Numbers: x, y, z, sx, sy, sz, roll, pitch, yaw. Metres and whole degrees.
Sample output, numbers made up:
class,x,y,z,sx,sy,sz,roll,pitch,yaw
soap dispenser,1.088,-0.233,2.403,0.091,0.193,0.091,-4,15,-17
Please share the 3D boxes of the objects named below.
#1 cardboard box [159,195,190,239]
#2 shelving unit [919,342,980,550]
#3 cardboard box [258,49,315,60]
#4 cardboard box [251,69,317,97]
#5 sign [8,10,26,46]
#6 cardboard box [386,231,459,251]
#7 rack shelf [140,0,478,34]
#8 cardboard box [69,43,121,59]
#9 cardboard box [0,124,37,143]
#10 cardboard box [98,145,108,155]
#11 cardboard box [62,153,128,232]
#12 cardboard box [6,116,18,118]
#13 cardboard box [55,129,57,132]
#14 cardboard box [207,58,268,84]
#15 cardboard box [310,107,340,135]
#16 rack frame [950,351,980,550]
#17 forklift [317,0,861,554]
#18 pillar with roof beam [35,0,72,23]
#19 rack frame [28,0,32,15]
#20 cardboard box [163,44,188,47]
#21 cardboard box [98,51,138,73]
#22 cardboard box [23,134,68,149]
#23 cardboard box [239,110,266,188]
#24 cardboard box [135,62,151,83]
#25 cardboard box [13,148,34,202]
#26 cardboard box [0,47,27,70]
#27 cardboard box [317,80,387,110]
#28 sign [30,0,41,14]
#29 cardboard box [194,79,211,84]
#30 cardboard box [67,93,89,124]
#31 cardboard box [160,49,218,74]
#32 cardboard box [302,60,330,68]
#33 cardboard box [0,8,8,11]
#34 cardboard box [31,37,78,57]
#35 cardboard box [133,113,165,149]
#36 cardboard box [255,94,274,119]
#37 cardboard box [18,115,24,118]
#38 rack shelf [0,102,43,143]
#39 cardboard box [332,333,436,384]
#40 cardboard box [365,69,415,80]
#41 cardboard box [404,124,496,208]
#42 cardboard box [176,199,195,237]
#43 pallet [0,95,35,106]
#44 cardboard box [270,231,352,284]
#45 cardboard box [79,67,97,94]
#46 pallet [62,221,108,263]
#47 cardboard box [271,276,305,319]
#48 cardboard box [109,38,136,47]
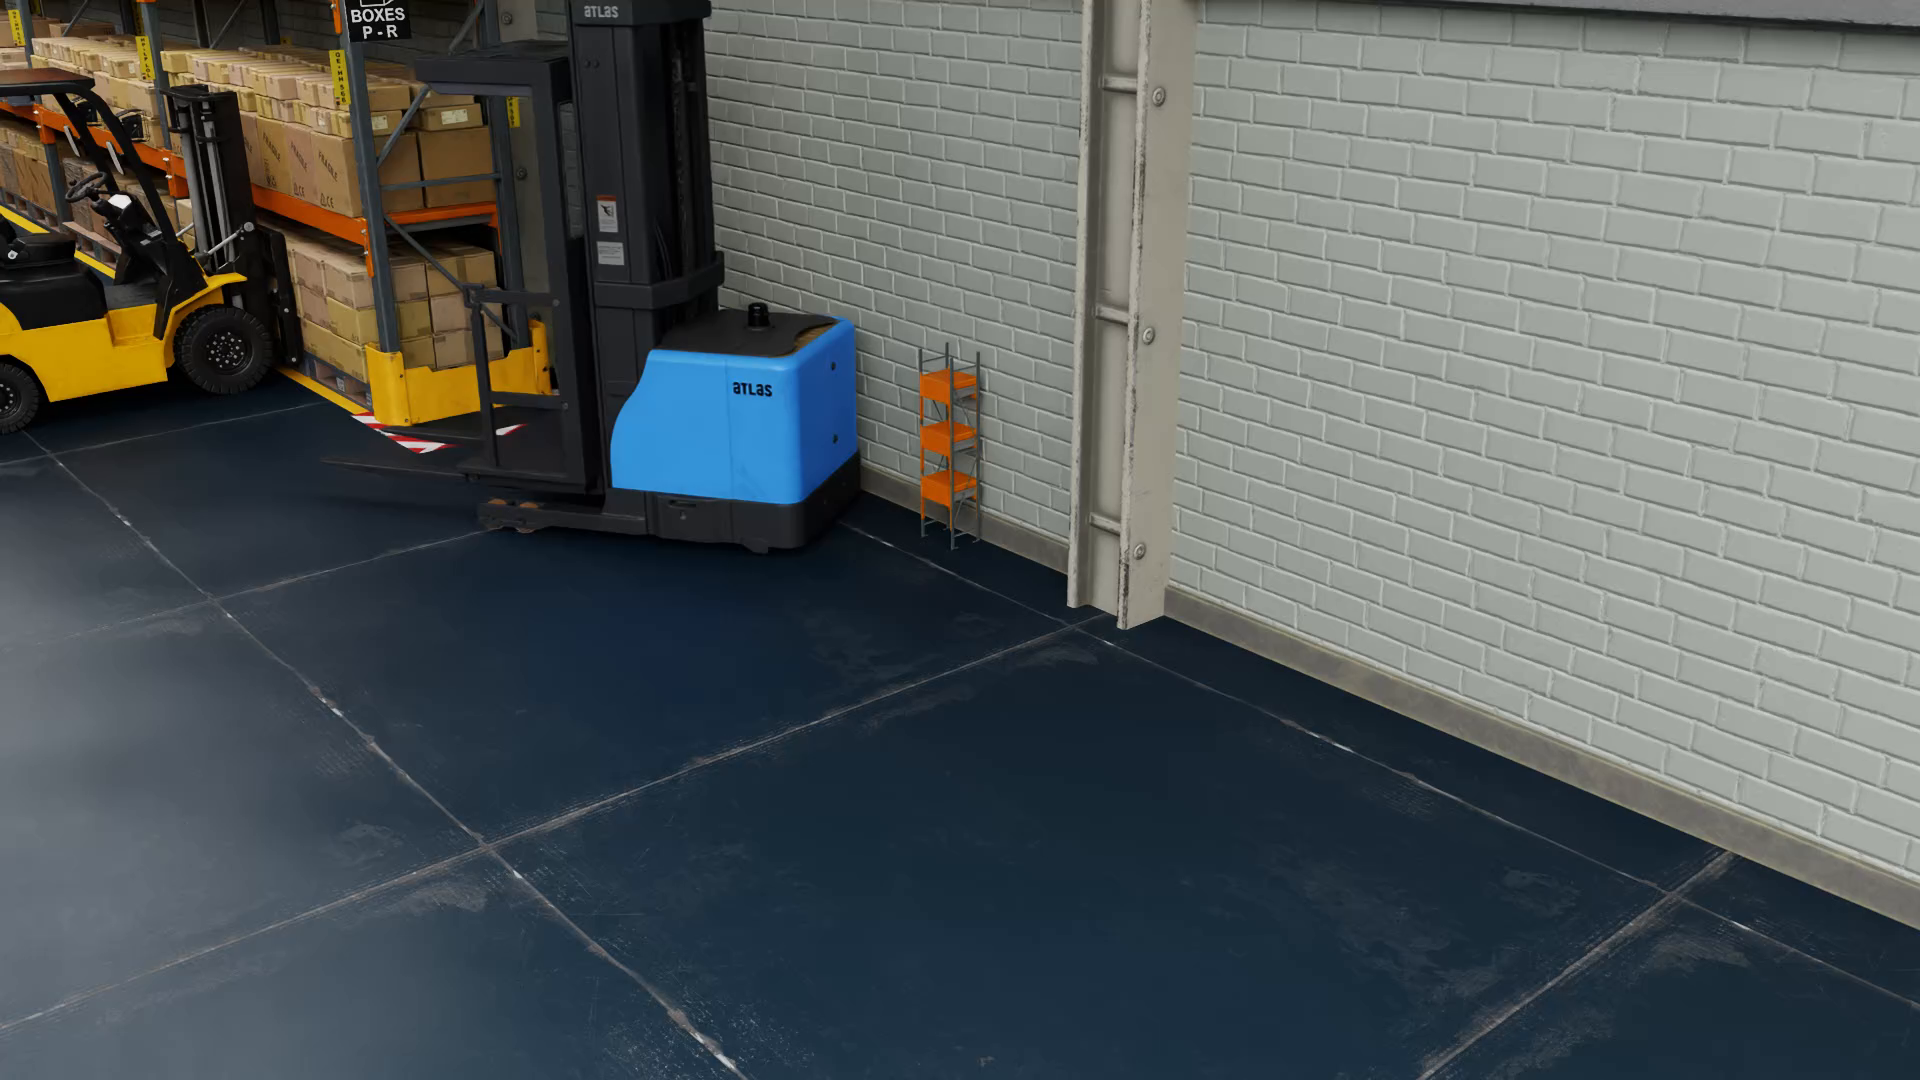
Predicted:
class,x,y,z,sx,sy,sz,roll,pitch,yaw
cardboard box,-6.338,-2.647,14.310,0.875,0.625,0.625,-16,26,-35
shelving unit,-0.054,-0.494,8.805,0.215,1.050,0.252,-18,28,-38
cardboard box,-5.236,-3.738,12.980,0.380,0.149,0.250,-18,28,-38
cardboard box,-4.680,-3.176,11.544,0.380,0.149,0.250,-17,27,-36
sign,-9.004,-4.892,15.881,0.100,0.325,0.005,-17,27,-37
cardboard box,-3.877,-2.007,11.818,0.500,0.250,0.500,-17,27,-37
rack shelf,-4.683,-3.925,11.766,1.077,0.370,4.000,-17,27,-37
cardboard box,-7.885,-4.442,15.185,0.380,0.149,0.250,-17,27,-37
cardboard box,-10.278,-4.452,18.199,0.380,0.149,0.250,-16,27,-36
cardboard box,-8.704,-4.073,17.233,0.380,0.149,0.250,-16,26,-35
cardboard box,-8.203,-3.435,16.323,0.875,0.625,0.625,-16,27,-36
cardboard box,-10.938,-4.739,18.934,0.380,0.149,0.250,-18,28,-39
cardboard box,-9.732,-4.502,18.329,0.380,0.149,0.250,-19,28,-39
cardboard box,-5.313,-3.465,12.282,0.380,0.149,0.250,-18,28,-38
cardboard box,-4.005,-2.752,10.871,0.380,0.149,0.250,-17,27,-37
rack frame,0.027,-0.461,8.720,0.200,1.050,0.008,-18,28,-38
forklift,-2.142,-1.578,8.994,3.031,2.935,1.130,6,22,15
pillar with roof beam,-14.243,-7.802,16.564,9.100,9.000,0.400,-17,27,-37
rack frame,-11.210,-5.626,19.236,1.000,3.000,0.127,-17,27,-37
cardboard box,-7.217,-4.409,15.100,0.380,0.149,0.250,-16,27,-36
cardboard box,-7.236,-4.152,14.446,0.380,0.149,0.250,-17,27,-37
cardboard box,-9.592,-4.166,17.470,0.380,0.149,0.250,-16,27,-36
cardboard box,-4.900,-2.854,12.021,0.500,0.500,0.500,-17,27,-37
cardboard box,-6.562,-3.873,13.733,0.380,0.149,0.250,-18,28,-38
cardboard box,-9.701,-3.903,17.688,0.500,0.500,0.500,-16,27,-35
cardboard box,-9.533,-4.861,16.913,0.500,0.250,0.500,-19,28,-40
cardboard box,-3.955,-2.908,10.860,0.380,0.149,0.250,-17,27,-37
sign,-10.792,-6.299,19.365,0.100,0.325,0.005,-17,27,-37
cardboard box,-5.513,-3.392,12.504,0.380,0.149,0.250,-17,27,-36
cardboard box,-7.829,-3.990,15.263,0.500,0.250,0.500,-19,28,-39
cardboard box,-6.005,-3.744,12.997,0.380,0.149,0.250,-17,27,-36
cardboard box,-4.598,-3.448,12.240,0.380,0.149,0.250,-16,27,-36
cardboard box,-11.064,-5.682,18.664,0.700,0.500,0.500,-17,27,-36
cardboard box,-8.614,-4.712,15.874,0.380,0.149,0.250,-16,27,-36
cardboard box,-6.516,-3.423,13.817,0.500,0.250,0.500,-17,27,-36
cardboard box,-4.672,-3.037,11.599,0.380,0.149,0.250,-17,27,-37
cardboard box,-10.752,-4.927,19.413,0.380,0.149,0.250,-19,28,-39
rack shelf,-9.905,-4.739,17.956,1.077,0.370,4.000,-17,27,-37
cardboard box,-3.923,-1.281,11.335,0.500,0.250,0.500,-17,27,-37
cardboard box,-3.913,-3.163,11.513,0.380,0.149,0.250,-17,27,-37
cardboard box,-3.490,-2.560,11.271,0.500,0.500,0.500,-16,27,-36
cardboard box,-5.910,-2.589,13.303,0.500,0.250,0.500,-18,28,-38
pallet,-9.095,-4.602,16.885,1.213,0.211,1.003,-17,27,-37
cardboard box,-4.589,-2.021,11.855,0.500,0.250,0.500,-17,27,-37
cardboard box,-7.488,-4.081,14.810,0.500,0.250,0.500,-17,27,-37
pallet,-8.092,-2.986,16.318,1.003,0.211,1.213,-17,27,-37
cardboard box,-4.604,-1.798,11.970,0.500,0.250,0.500,-18,28,-39
cardboard box,-7.855,-4.696,15.835,0.380,0.149,0.250,-17,27,-37
